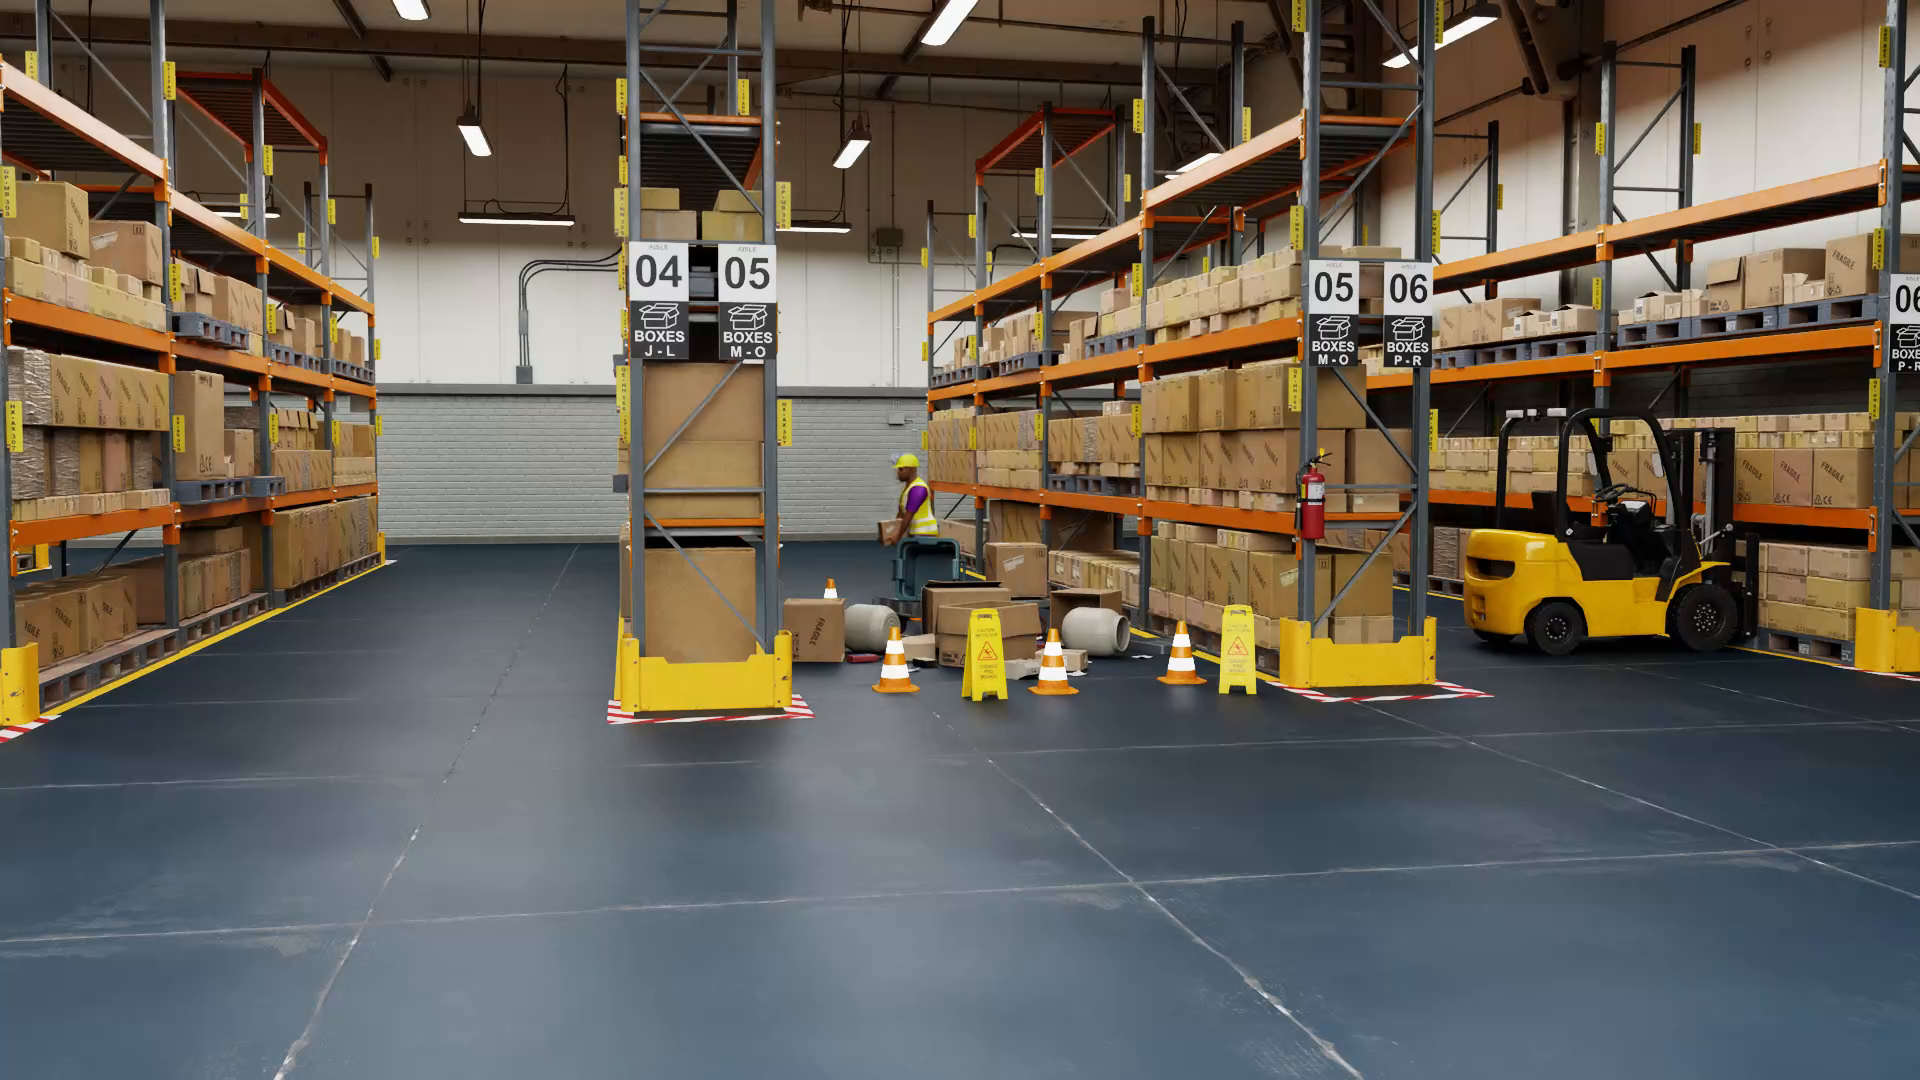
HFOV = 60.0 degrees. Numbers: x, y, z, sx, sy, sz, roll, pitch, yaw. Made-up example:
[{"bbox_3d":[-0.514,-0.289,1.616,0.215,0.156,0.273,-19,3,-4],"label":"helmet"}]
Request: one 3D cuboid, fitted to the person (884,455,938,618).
[{"bbox_3d":[-0.535,-0.035,17.715,0.592,1.746,0.501,-1,3,-12],"label":"person"}]
